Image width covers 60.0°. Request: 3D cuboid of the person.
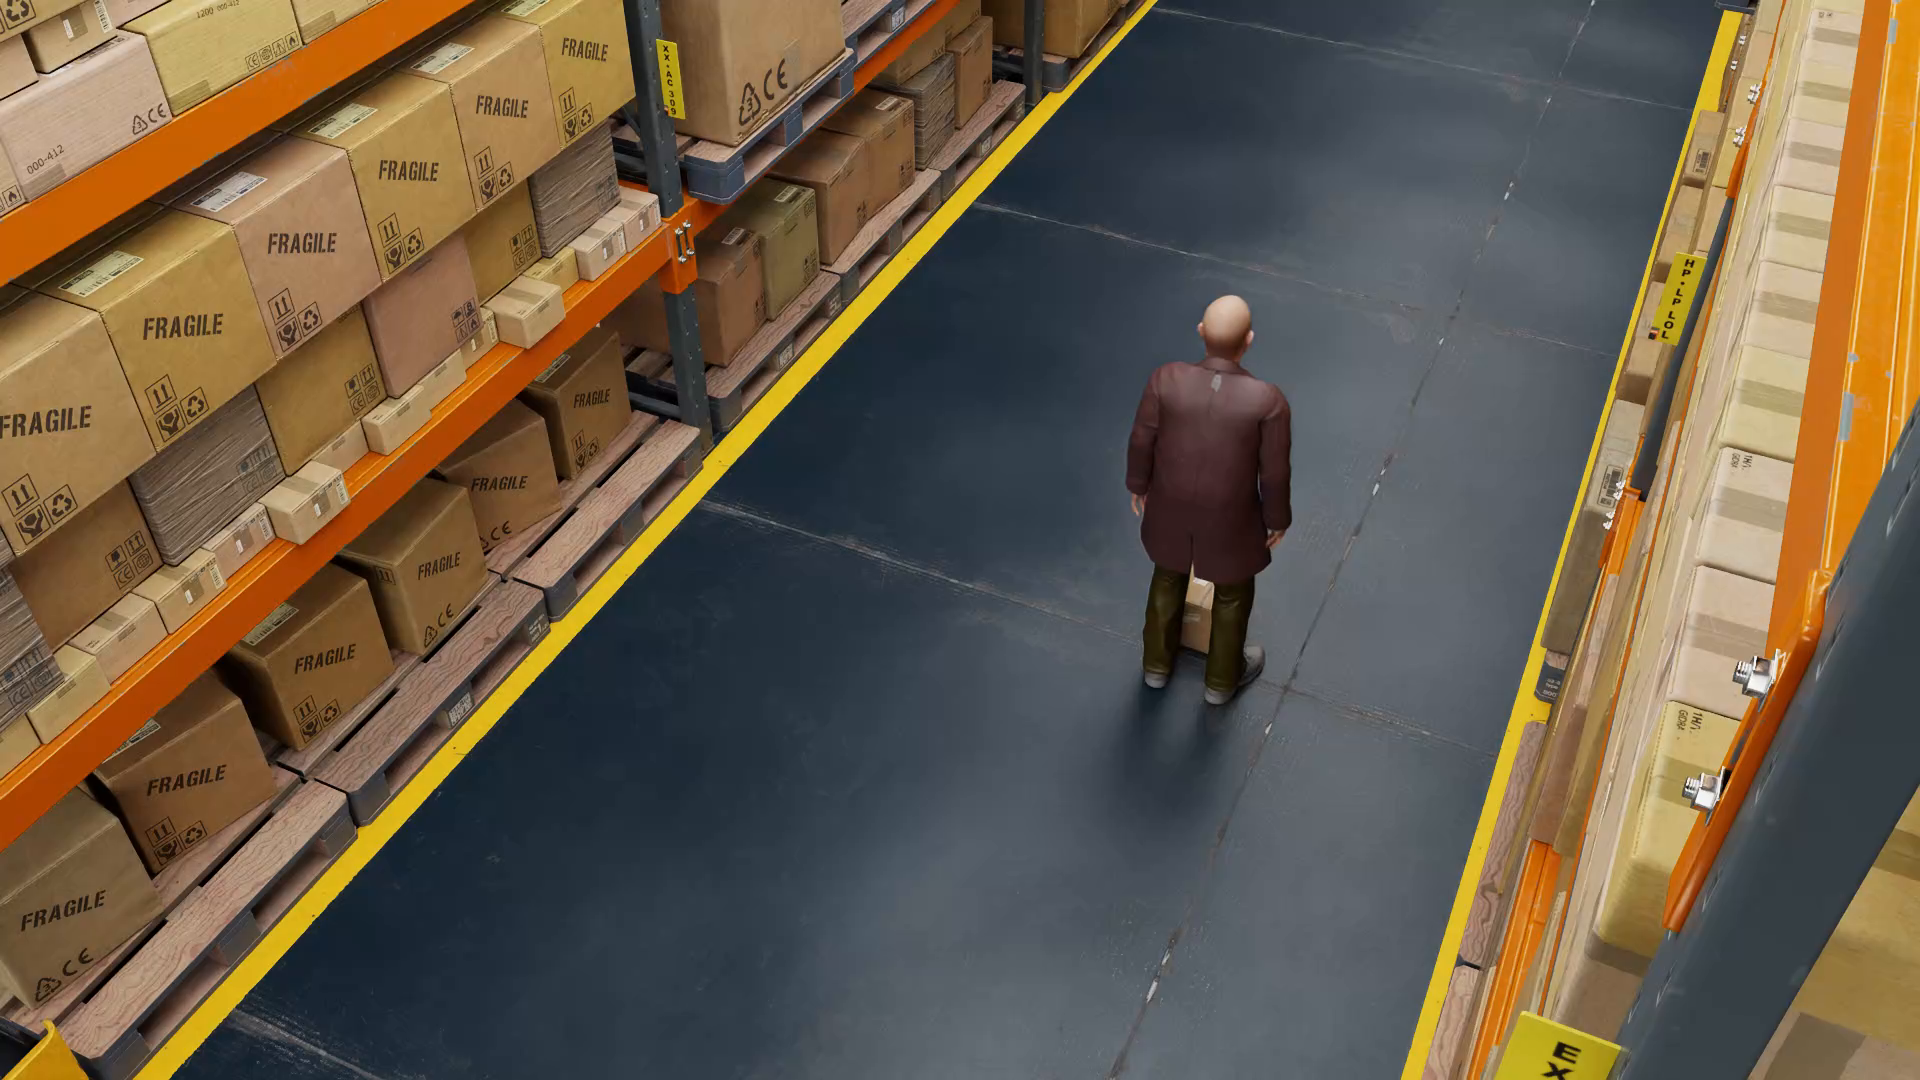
[{"bbox_3d":[0.937,-0.128,6.315,0.652,1.774,0.417,16,44,18],"label":"person"}]
